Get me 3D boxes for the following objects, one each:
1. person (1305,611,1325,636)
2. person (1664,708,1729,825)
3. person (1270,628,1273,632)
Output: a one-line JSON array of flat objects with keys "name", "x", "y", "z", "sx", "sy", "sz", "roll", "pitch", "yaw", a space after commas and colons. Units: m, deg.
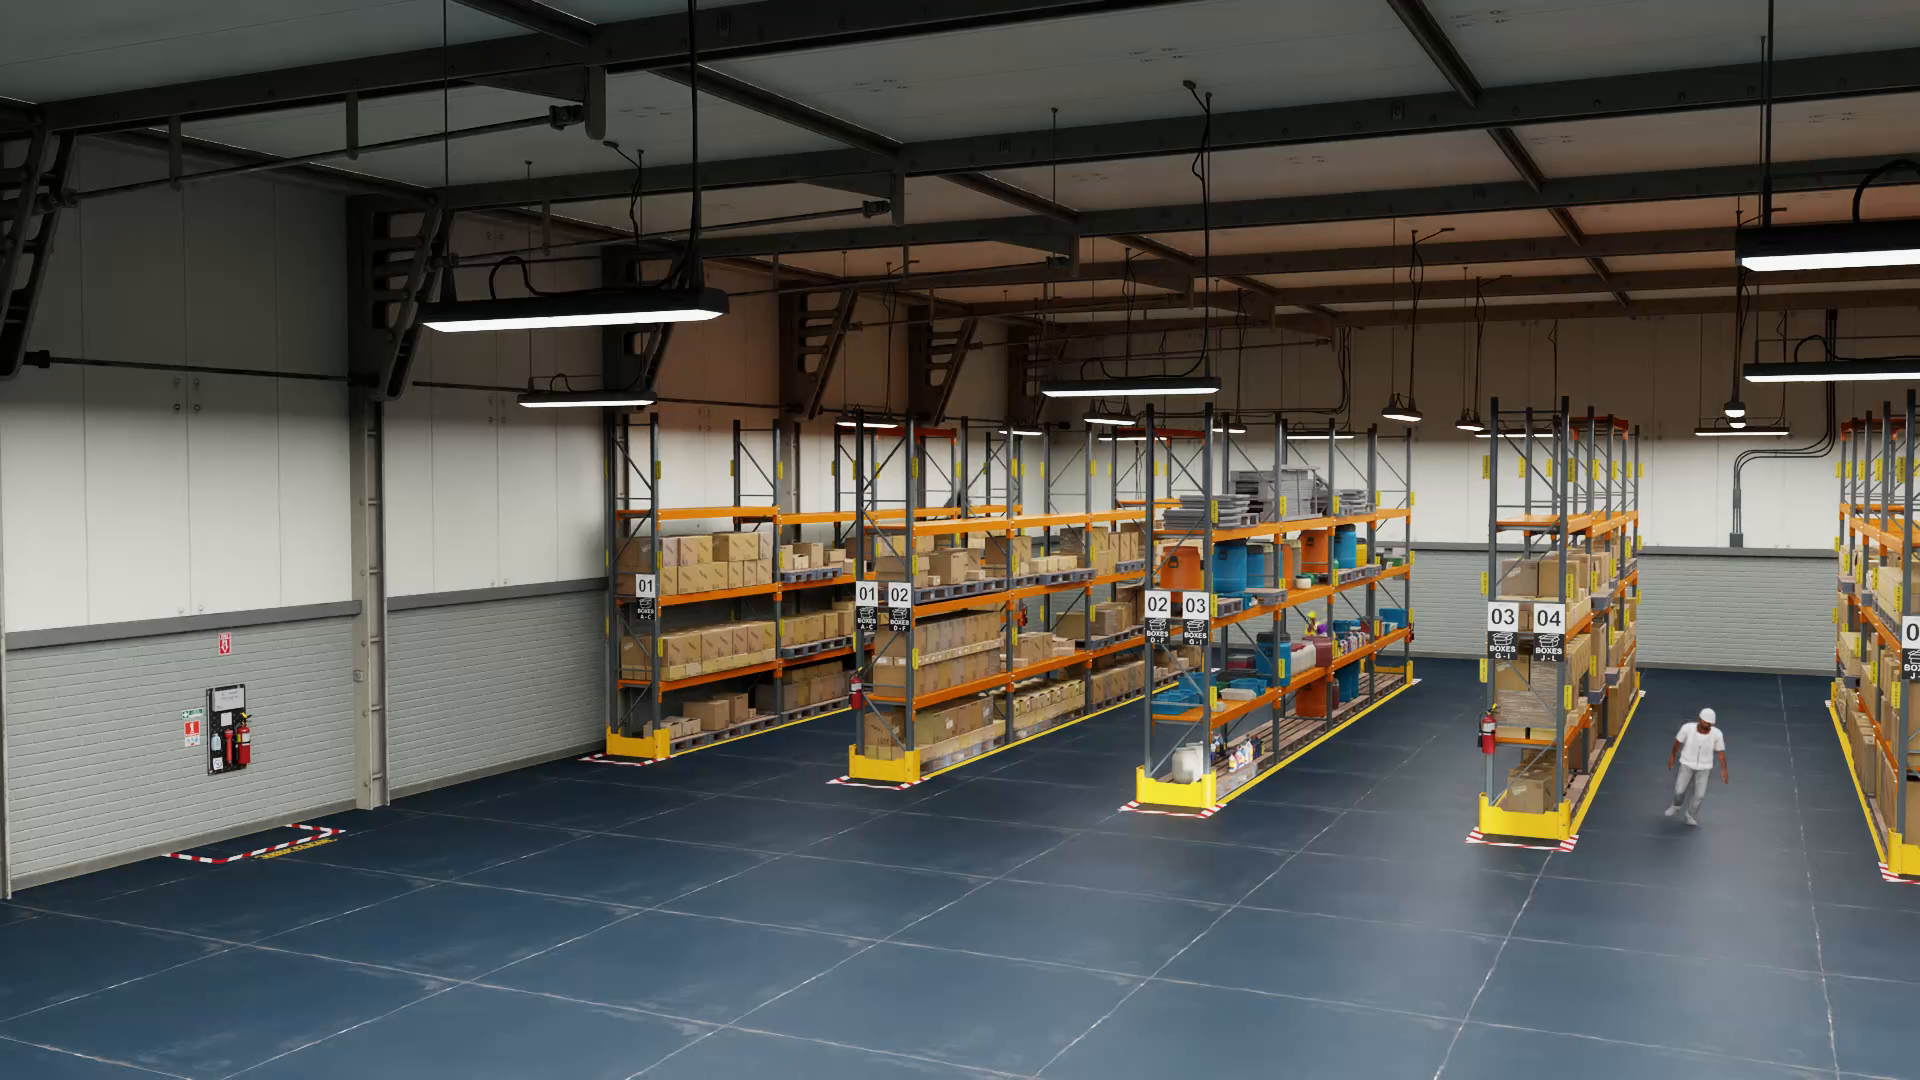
[{"name": "person", "x": 8.318, "y": 2.504, "z": 38.869, "sx": 0.658, "sy": 1.714, "sz": 0.919, "roll": 2, "pitch": 3, "yaw": 41}, {"name": "person", "x": 10.318, "y": 3.168, "z": 23.290, "sx": 0.796, "sy": 1.676, "sz": 0.678, "roll": 1, "pitch": 3, "yaw": 19}, {"name": "person", "x": 6.833, "y": 2.689, "z": 36.141, "sx": 0.419, "sy": 1.606, "sz": 0.535, "roll": -2, "pitch": 3, "yaw": -38}]
